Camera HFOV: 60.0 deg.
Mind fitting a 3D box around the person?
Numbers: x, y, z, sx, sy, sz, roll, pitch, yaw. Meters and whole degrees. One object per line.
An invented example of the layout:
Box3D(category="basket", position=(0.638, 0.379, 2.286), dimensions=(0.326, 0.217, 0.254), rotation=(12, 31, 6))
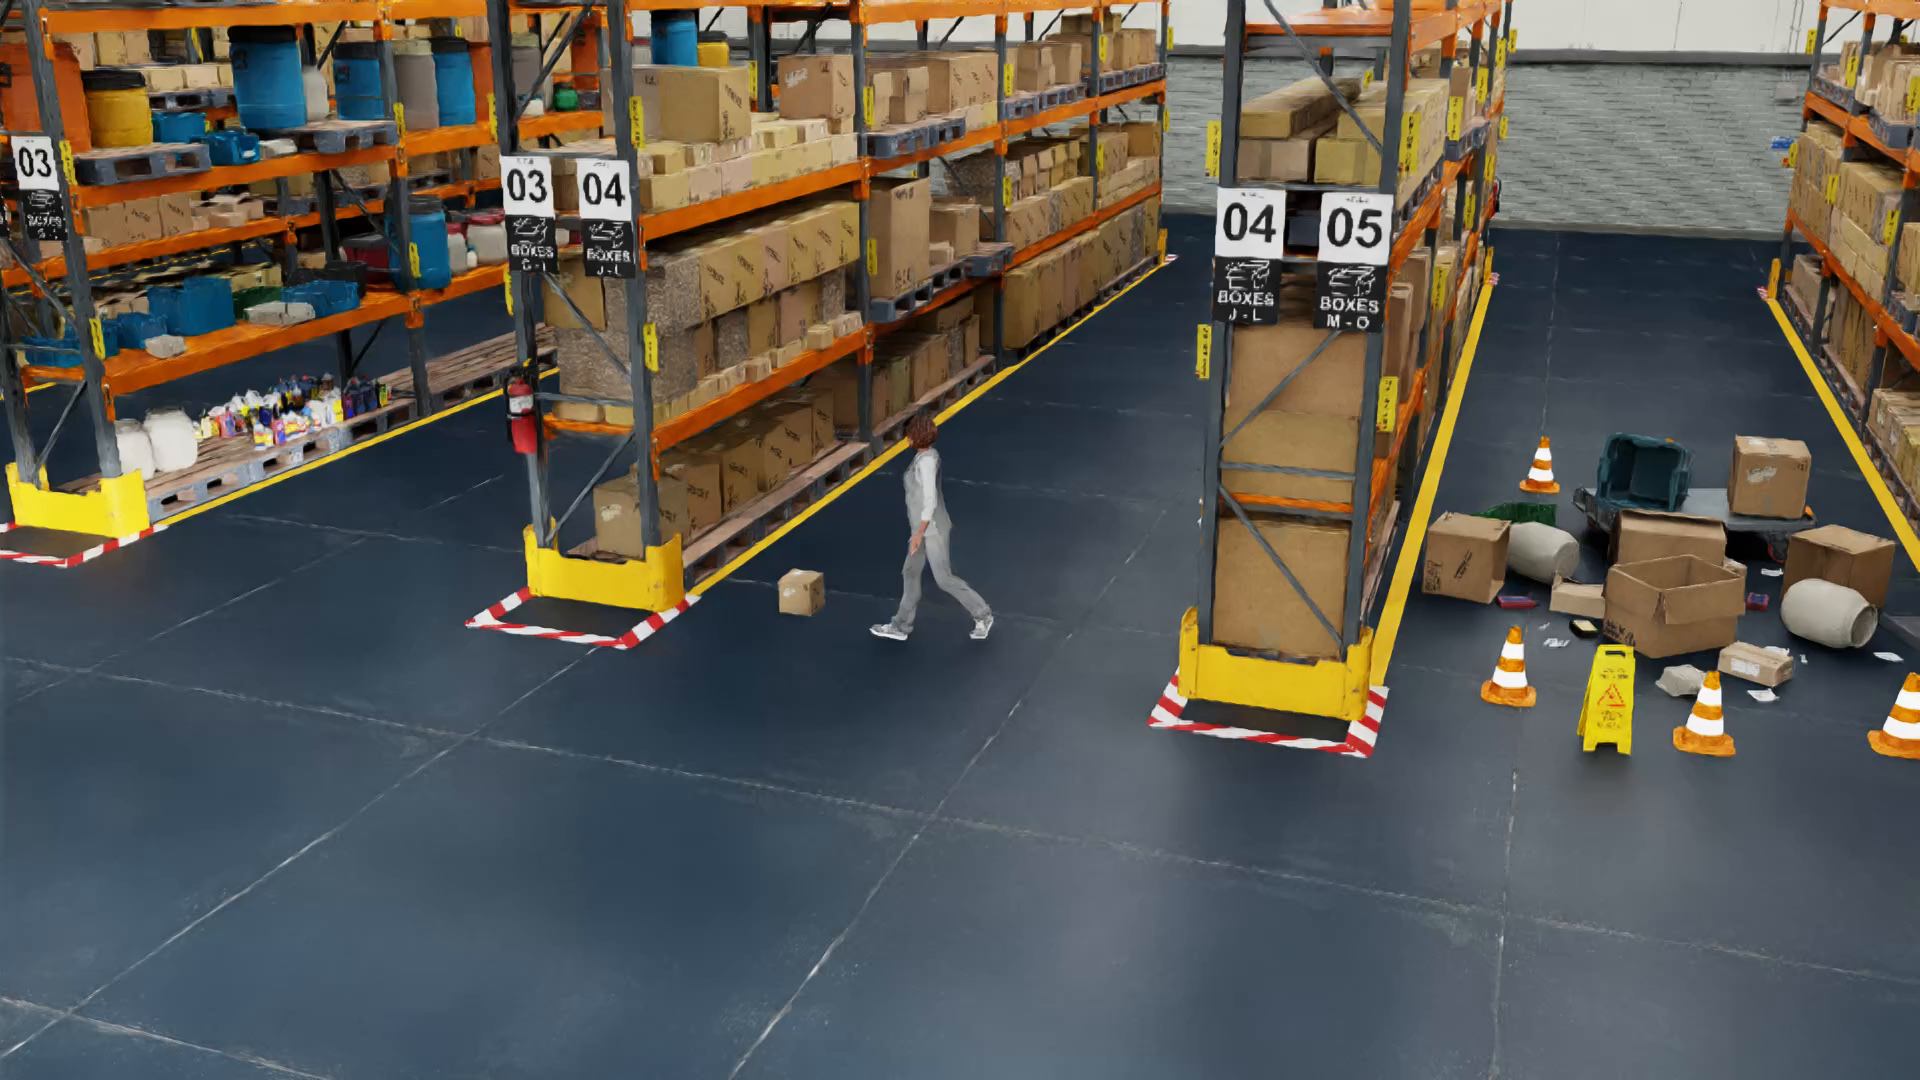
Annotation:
Box3D(category="person", position=(-0.200, -0.065, 11.267), dimensions=(0.831, 1.549, 0.486), rotation=(-2, 19, -7))
